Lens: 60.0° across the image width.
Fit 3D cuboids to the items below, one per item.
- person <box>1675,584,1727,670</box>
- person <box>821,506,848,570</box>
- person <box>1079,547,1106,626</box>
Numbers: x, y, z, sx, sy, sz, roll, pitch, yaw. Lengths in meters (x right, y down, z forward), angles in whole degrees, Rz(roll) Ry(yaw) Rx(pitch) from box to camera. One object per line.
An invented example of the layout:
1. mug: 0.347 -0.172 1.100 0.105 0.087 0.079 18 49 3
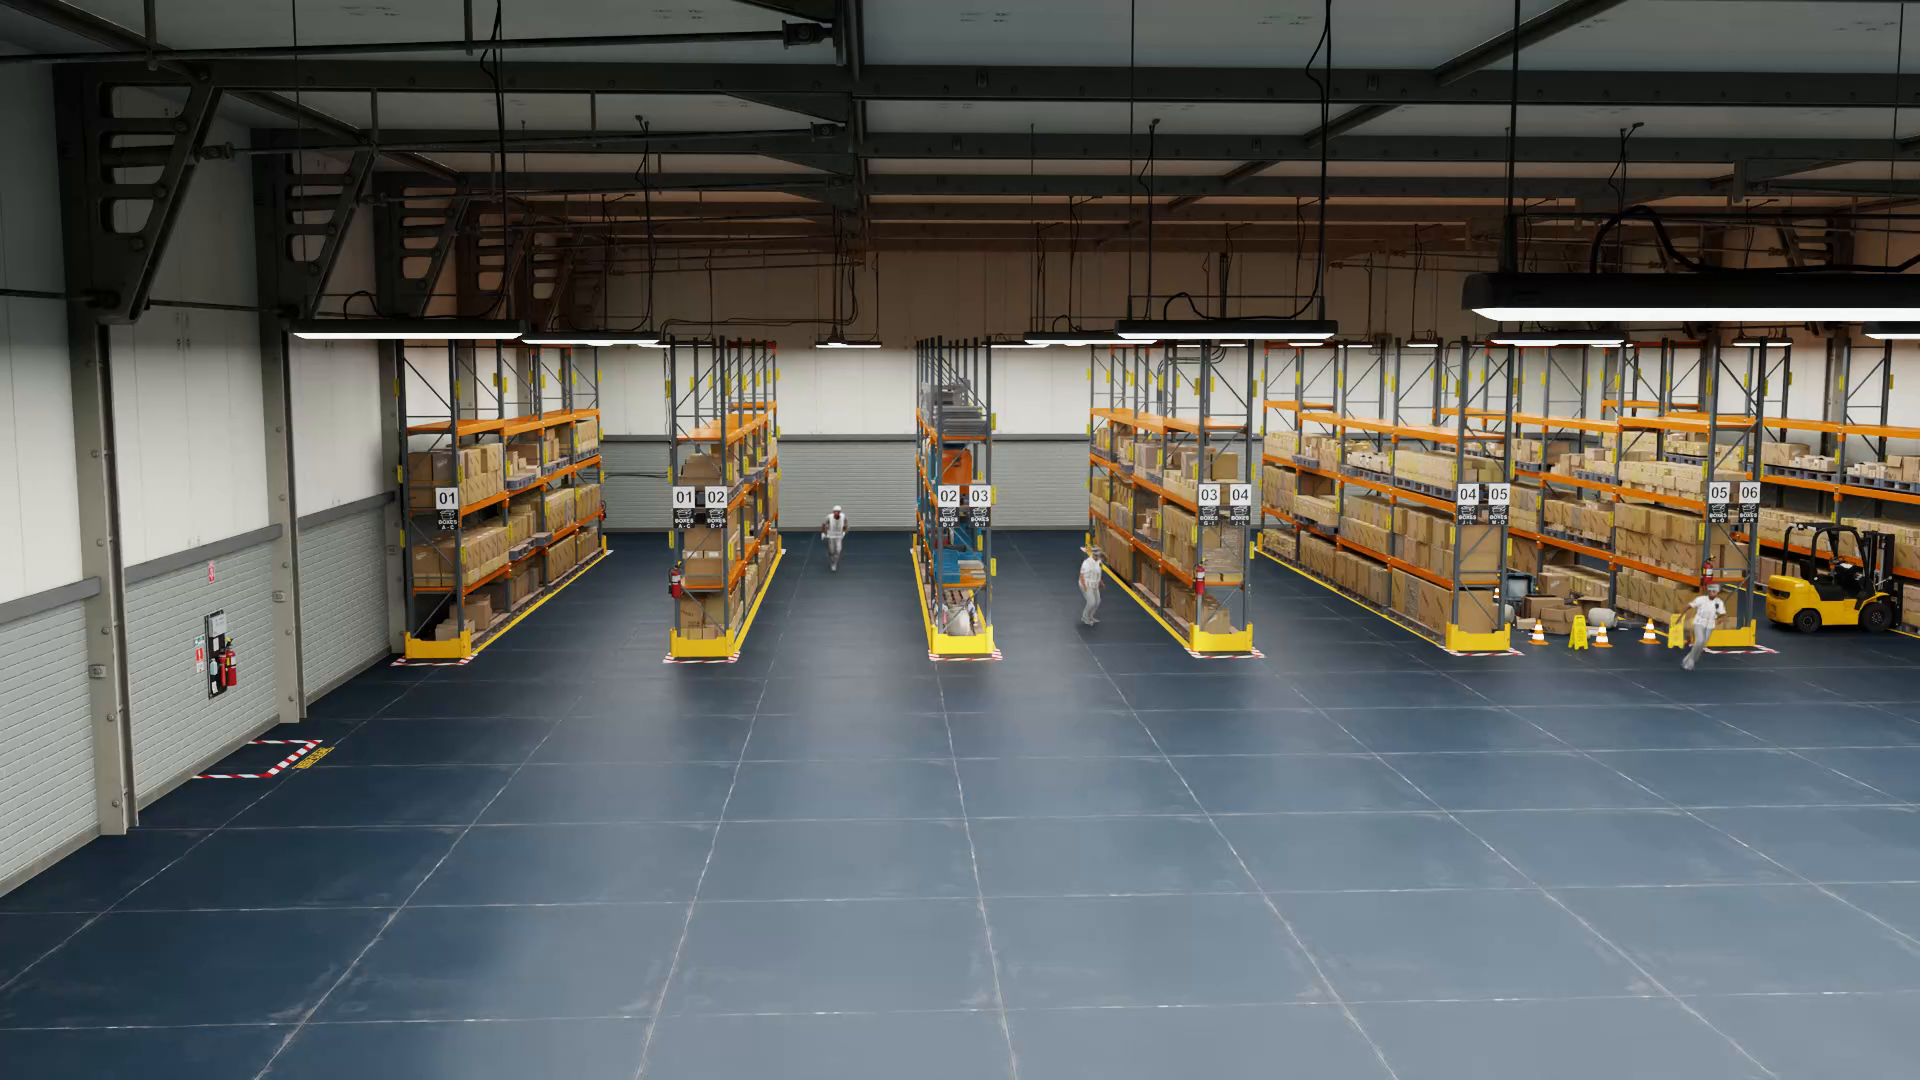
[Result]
1. person: 13.346 1.570 29.823 0.749 1.600 0.662 0 6 -3
2. person: -3.275 -0.065 43.553 0.682 1.706 0.706 -2 7 -20
3. person: 2.757 0.959 34.764 0.640 1.676 0.680 6 9 42
